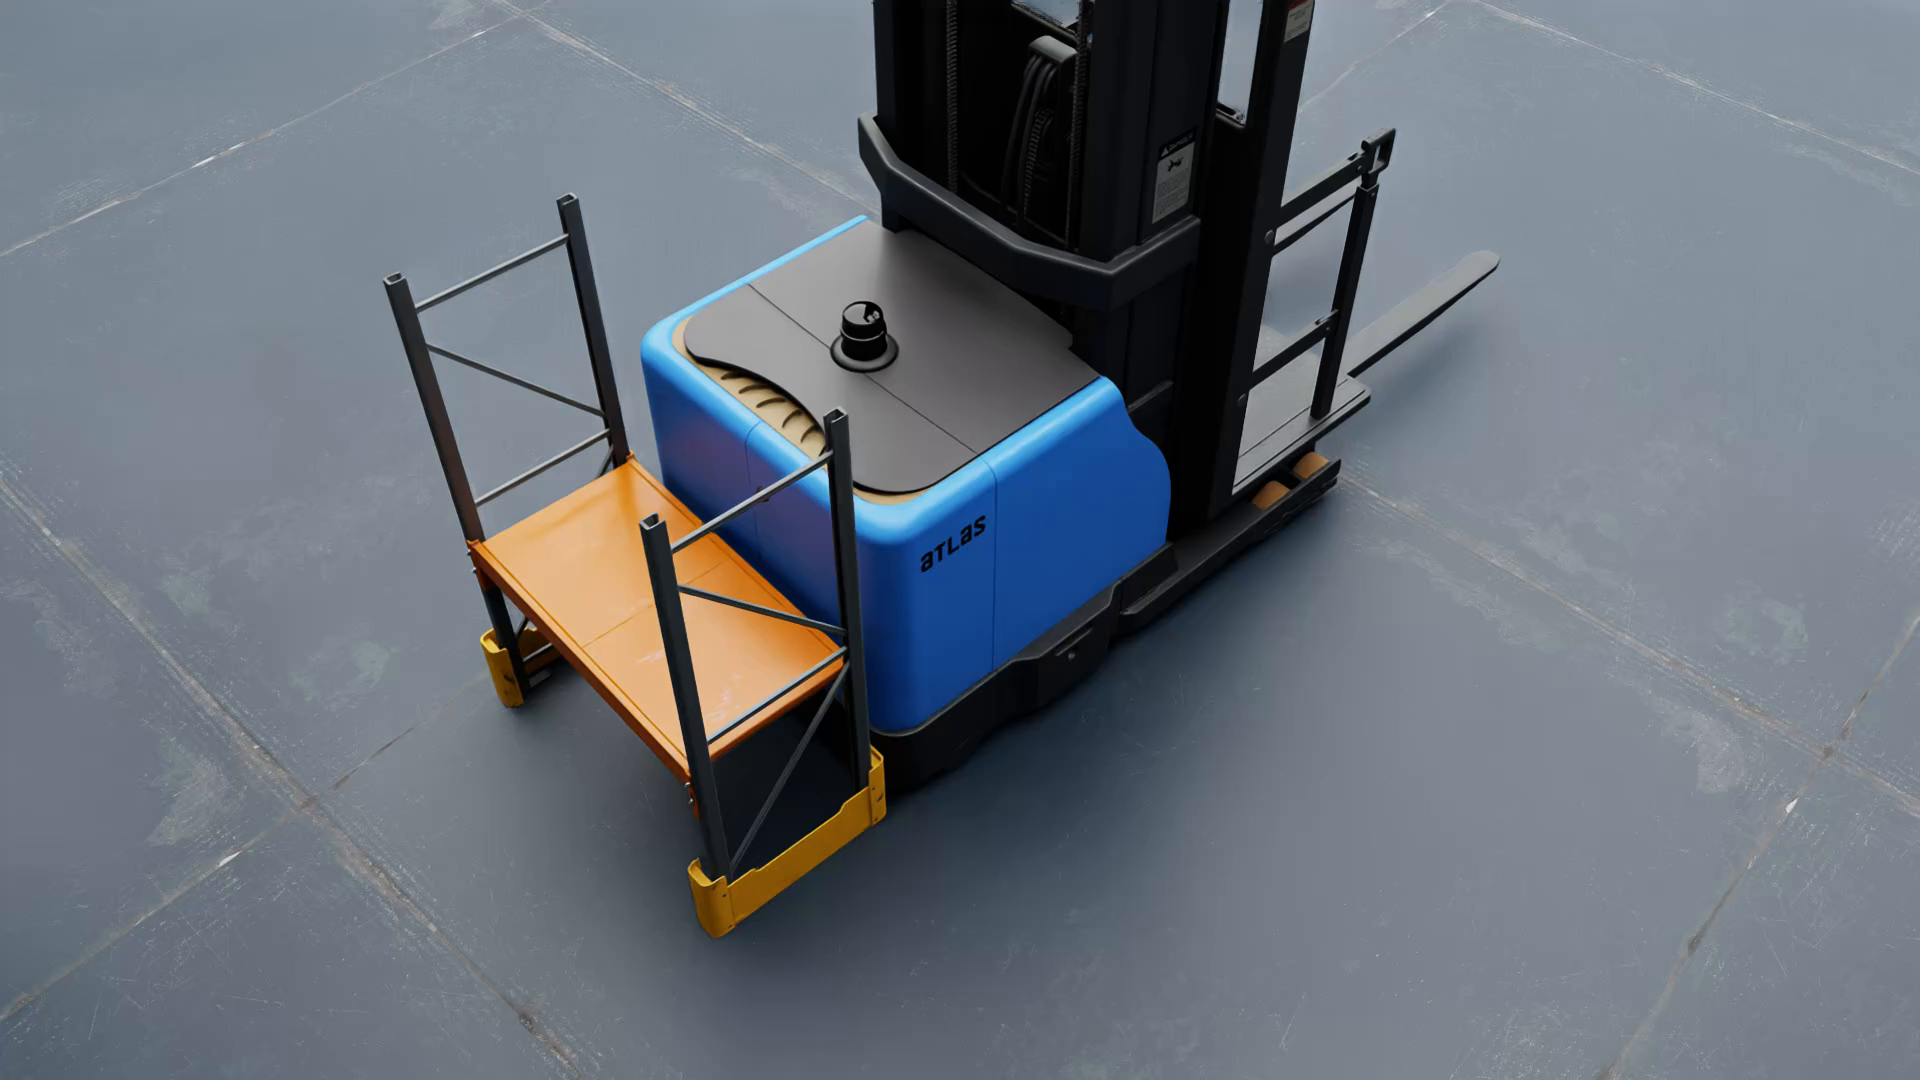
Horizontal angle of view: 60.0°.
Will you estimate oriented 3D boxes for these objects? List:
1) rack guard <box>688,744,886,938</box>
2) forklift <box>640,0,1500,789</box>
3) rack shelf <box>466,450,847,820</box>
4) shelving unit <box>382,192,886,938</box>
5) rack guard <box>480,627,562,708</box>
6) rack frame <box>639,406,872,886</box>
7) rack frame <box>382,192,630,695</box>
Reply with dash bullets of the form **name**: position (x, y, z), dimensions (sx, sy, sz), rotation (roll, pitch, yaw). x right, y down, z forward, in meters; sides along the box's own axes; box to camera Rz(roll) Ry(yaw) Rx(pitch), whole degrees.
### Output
- **rack guard**: position (-0.439, 0.782, 4.344), dimensions (0.587, 0.250, 0.087), rotation (-33, 55, -27)
- **forklift**: position (0.578, -1.276, 4.438), dimensions (3.031, 2.935, 1.130), rotation (-34, 55, -28)
- **rack shelf**: position (-0.765, 0.211, 4.269), dimensions (0.538, 0.185, 1.000), rotation (-33, 55, -27)
- **shelving unit**: position (-0.772, 0.083, 4.143), dimensions (0.587, 1.500, 1.083), rotation (-33, 55, -27)
- **rack guard**: position (-1.103, 0.240, 4.853), dimensions (0.587, 0.250, 0.087), rotation (-33, 55, -27)
- **rack frame**: position (-0.427, 0.365, 3.878), dimensions (0.500, 1.500, 0.032), rotation (-33, 55, -27)
- **rack frame**: position (-1.104, -0.188, 4.398), dimensions (0.500, 1.500, 0.032), rotation (-33, 55, -27)
